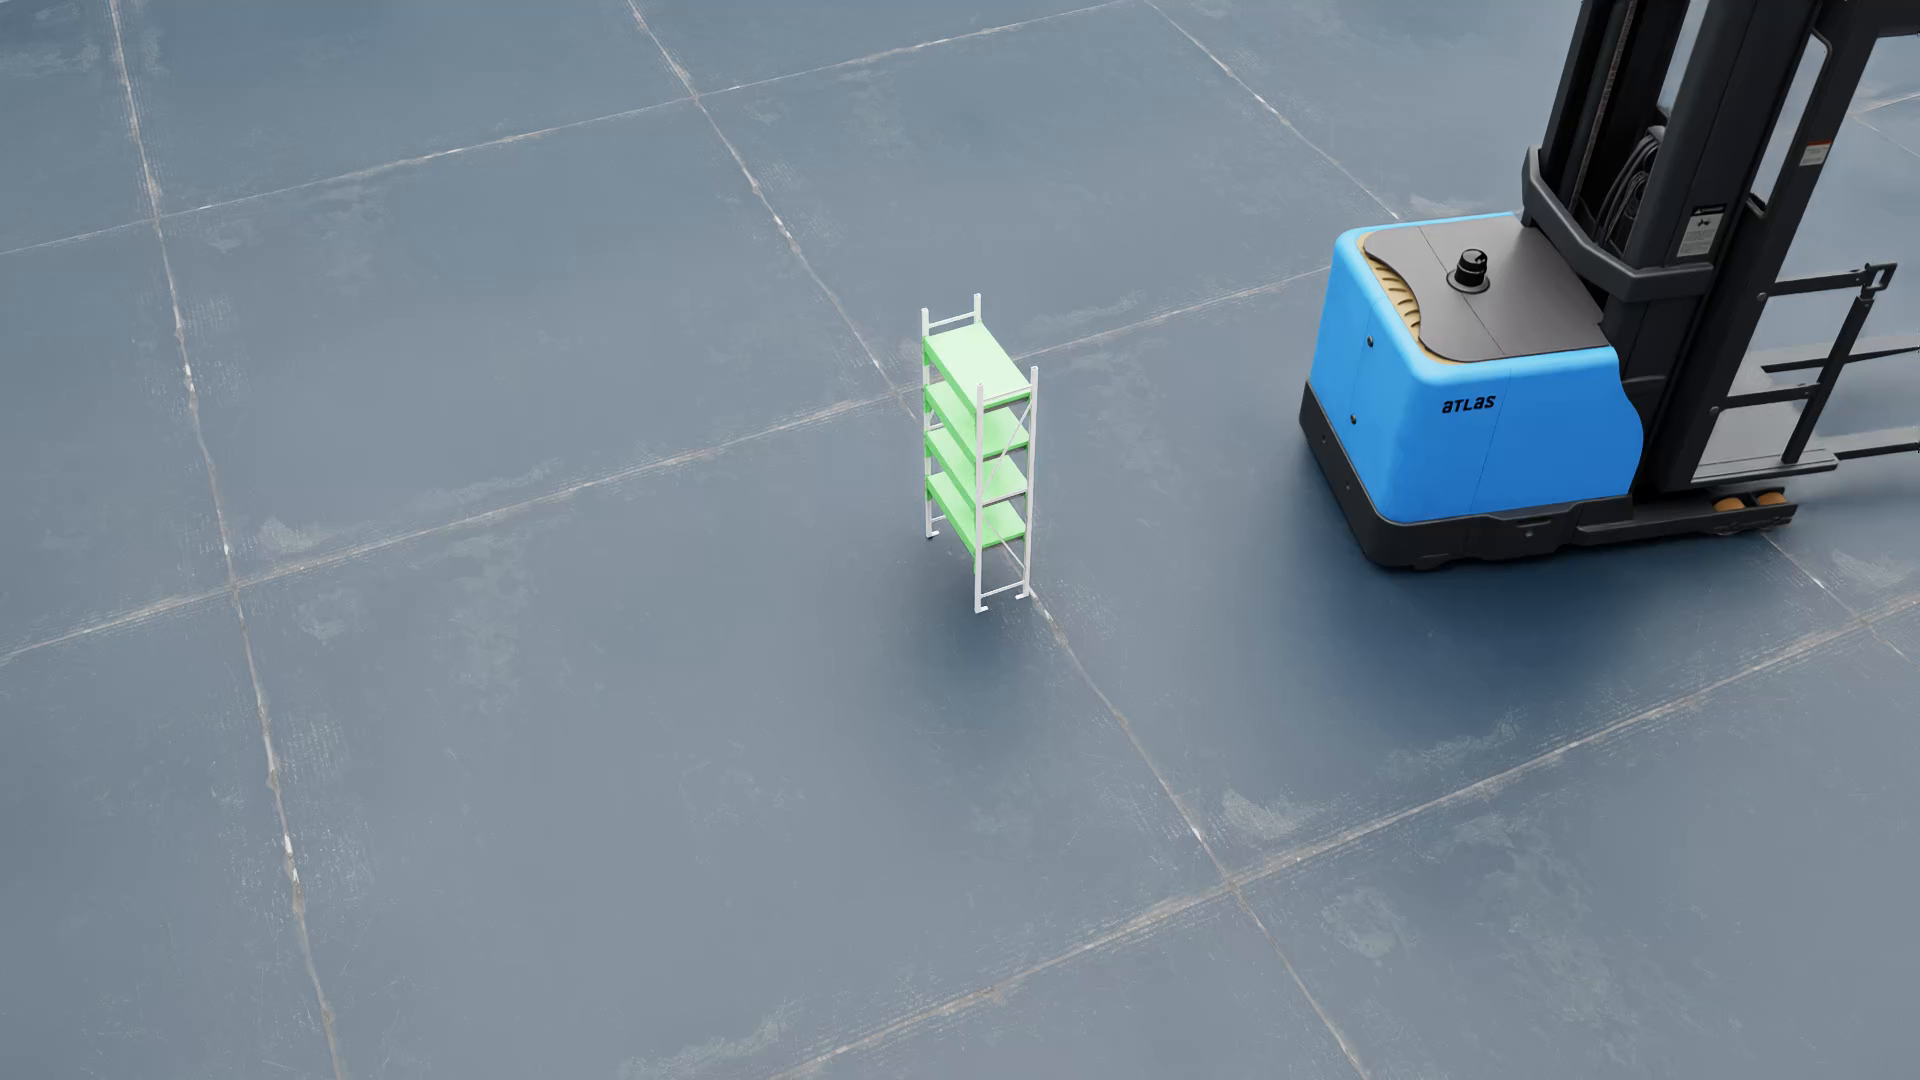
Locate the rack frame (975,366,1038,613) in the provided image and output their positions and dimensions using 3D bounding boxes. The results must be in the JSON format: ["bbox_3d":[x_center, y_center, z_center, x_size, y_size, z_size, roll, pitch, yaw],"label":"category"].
[{"bbox_3d":[0.172,-0.166,6.433,0.240,1.200,0.015,-18,47,-17],"label":"rack frame"}]

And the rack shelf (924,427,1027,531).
[{"bbox_3d":[0.070,-0.276,6.635,0.258,0.148,0.480,-18,47,-17],"label":"rack shelf"}]

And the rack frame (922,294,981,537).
[{"bbox_3d":[-0.033,-0.477,6.748,0.240,1.200,0.015,-18,47,-17],"label":"rack frame"}]

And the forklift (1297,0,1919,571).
[{"bbox_3d":[3.101,-1.421,6.472,3.031,2.935,1.130,-7,45,-7],"label":"forklift"}]

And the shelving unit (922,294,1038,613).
[{"bbox_3d":[0.070,-0.322,6.591,0.258,1.200,0.503,-18,47,-17],"label":"shelving unit"}]

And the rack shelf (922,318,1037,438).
[{"bbox_3d":[0.070,-0.618,6.298,0.258,0.148,0.480,-18,47,-17],"label":"rack shelf"}]

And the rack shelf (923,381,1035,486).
[{"bbox_3d":[0.070,-0.447,6.467,0.258,0.148,0.480,-18,47,-17],"label":"rack shelf"}]

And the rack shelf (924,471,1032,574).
[{"bbox_3d":[0.070,-0.105,6.804,0.258,0.148,0.480,-18,47,-17],"label":"rack shelf"}]
